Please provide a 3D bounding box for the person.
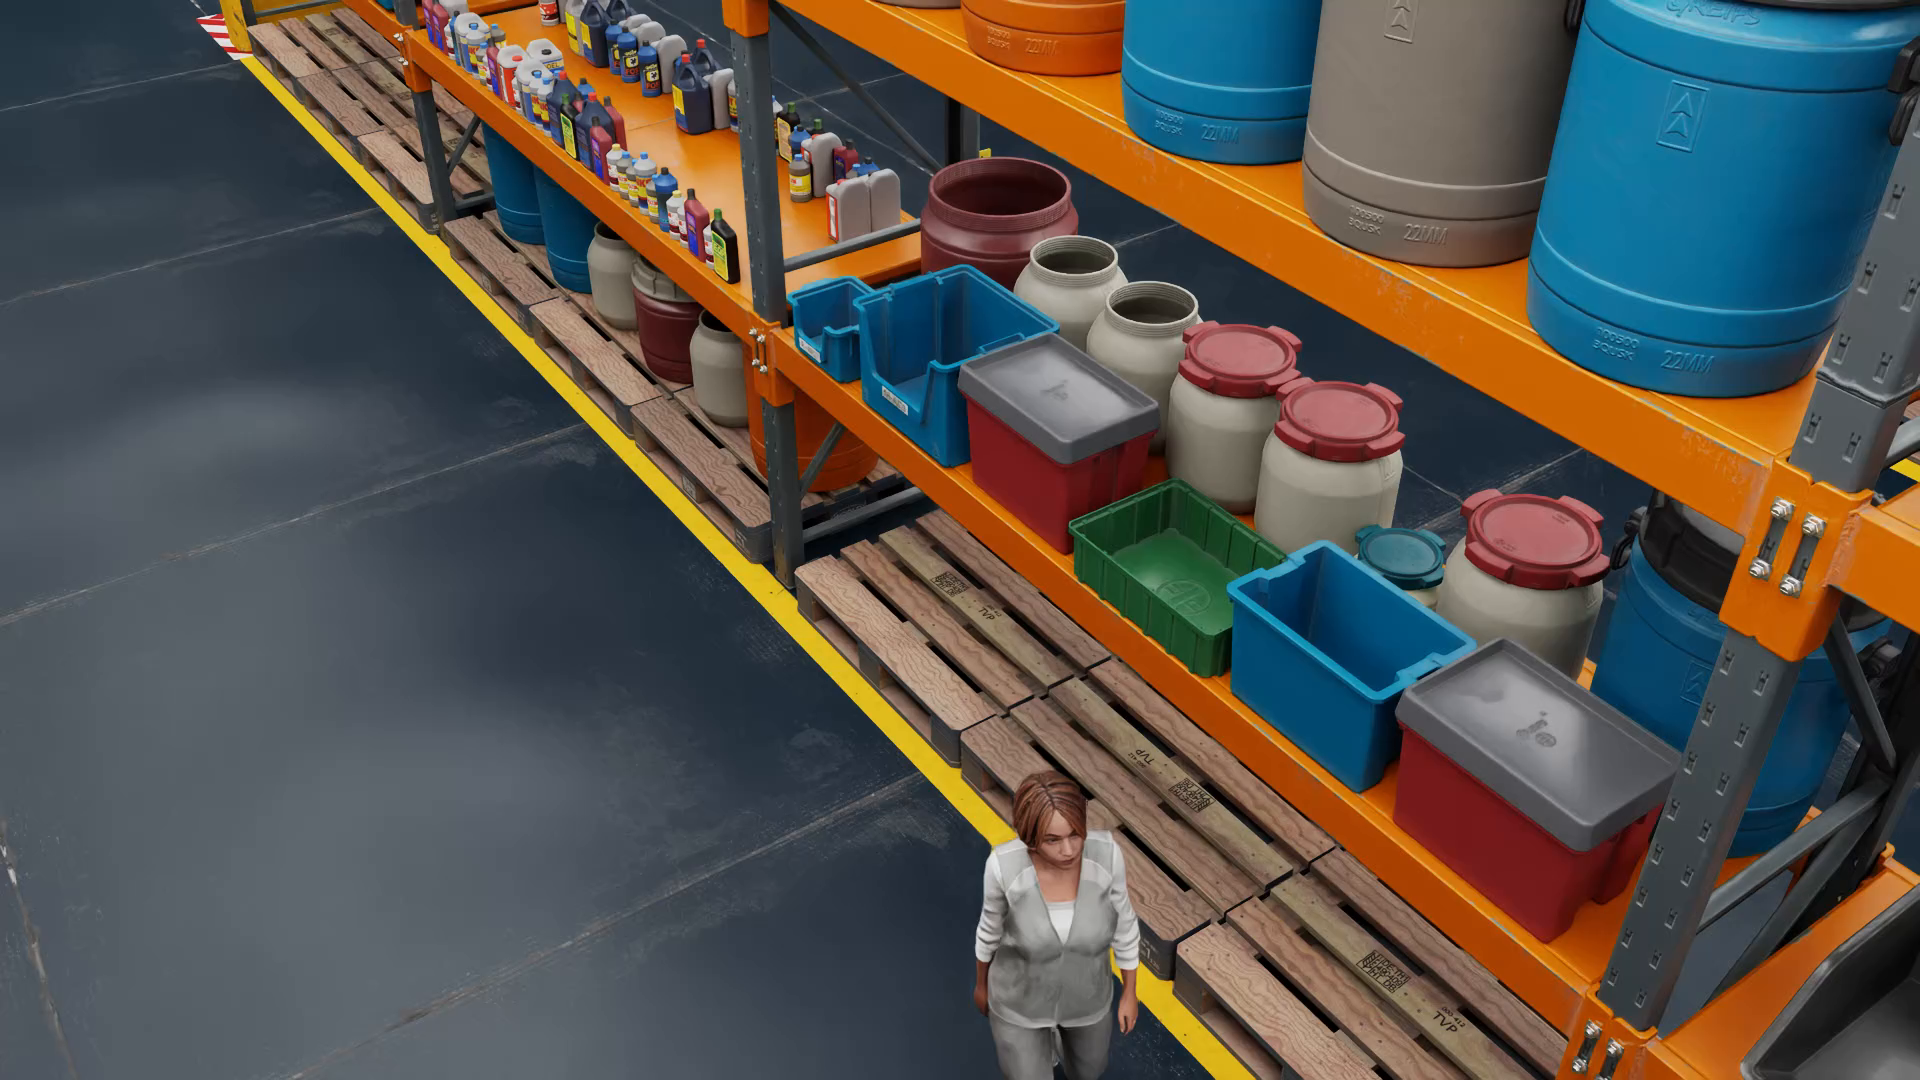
[{"bbox_3d":[0.254,1.191,4.565,0.433,1.571,0.765,-6,37,-8],"label":"person"}]
